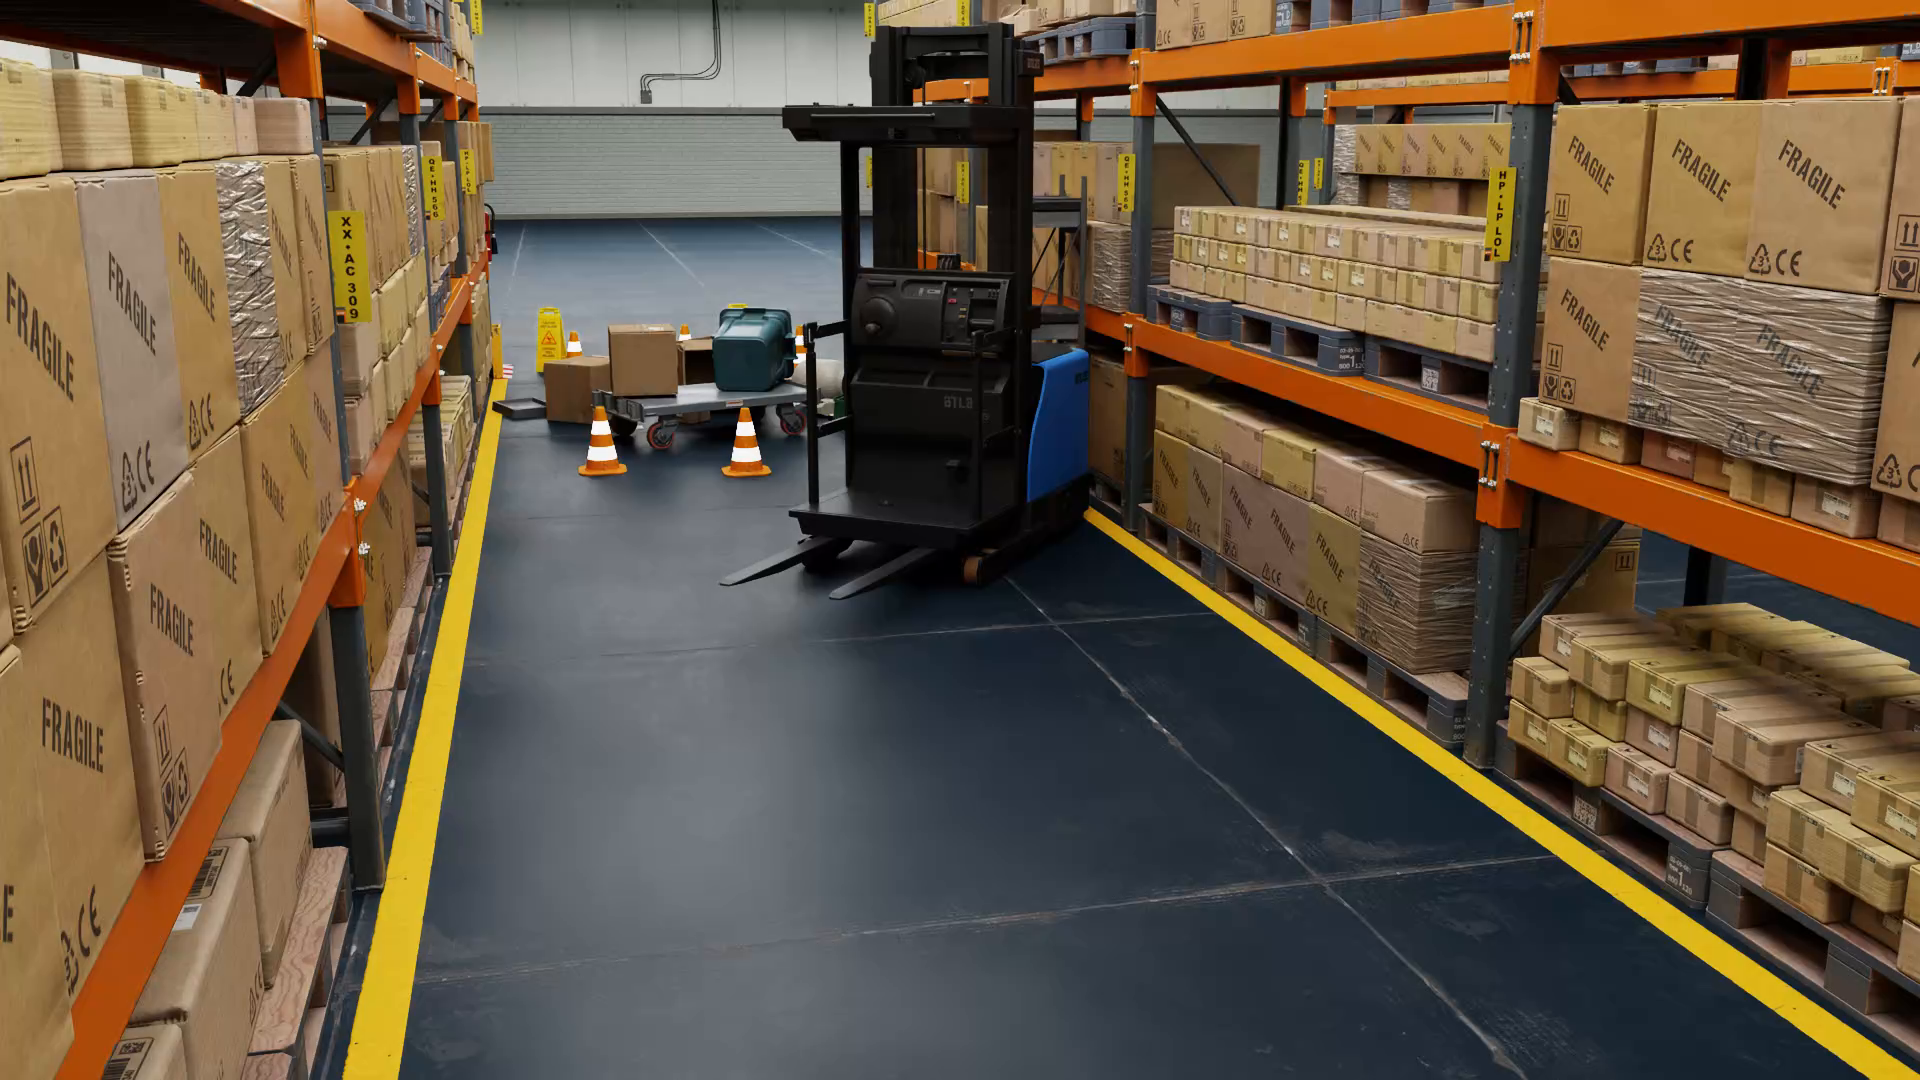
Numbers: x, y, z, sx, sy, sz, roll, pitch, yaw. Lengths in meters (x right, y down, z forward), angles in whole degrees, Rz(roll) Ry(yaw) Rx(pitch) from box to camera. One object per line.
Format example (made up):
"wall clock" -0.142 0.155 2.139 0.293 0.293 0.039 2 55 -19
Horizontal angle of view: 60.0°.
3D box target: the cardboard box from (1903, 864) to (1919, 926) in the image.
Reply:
"cardboard box" 2.681 0.938 4.265 0.380 0.149 0.250 -3 14 -10

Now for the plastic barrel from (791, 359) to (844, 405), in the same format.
"plastic barrel" -1.193 -1.387 14.714 0.512 0.421 0.421 7 15 26

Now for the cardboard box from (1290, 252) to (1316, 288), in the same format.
"cardboard box" 1.793 -1.285 7.882 0.380 0.149 0.250 -3 14 -11

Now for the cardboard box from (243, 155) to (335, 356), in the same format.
"cardboard box" -1.966 -0.759 4.395 0.500 0.500 0.500 -3 14 -14

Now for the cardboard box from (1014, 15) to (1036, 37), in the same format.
"cardboard box" 0.566 -3.797 12.263 0.250 0.149 0.380 -3 14 -13

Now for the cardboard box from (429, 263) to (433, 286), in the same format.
"cardboard box" -3.233 -1.541 9.558 0.380 0.149 0.250 -4 14 -17

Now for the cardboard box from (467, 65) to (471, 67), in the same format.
"cardboard box" -4.677 -4.395 14.965 0.500 0.250 0.500 -3 14 -14

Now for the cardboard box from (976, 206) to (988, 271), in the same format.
"cardboard box" 0.426 -2.375 13.117 0.500 0.500 0.500 -3 14 -13

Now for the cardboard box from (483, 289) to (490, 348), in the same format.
"cardboard box" -4.596 -2.028 15.237 0.500 0.500 0.500 -3 14 -11

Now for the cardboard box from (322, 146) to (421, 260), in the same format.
"cardboard box" -2.780 -1.552 7.643 0.500 0.500 0.500 -3 14 -12

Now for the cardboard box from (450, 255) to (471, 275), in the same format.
"cardboard box" -3.986 -2.132 12.862 0.380 0.149 0.250 -3 14 -13

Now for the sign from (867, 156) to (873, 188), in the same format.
"sign" -0.916 -3.815 17.231 0.100 0.325 0.005 -3 14 -13

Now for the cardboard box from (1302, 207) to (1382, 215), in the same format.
"cardboard box" 2.121 -1.765 9.223 0.380 0.149 0.250 -3 14 -14

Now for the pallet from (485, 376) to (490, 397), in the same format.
"pallet" -4.989 -1.525 15.723 1.003 0.211 1.213 -3 14 -13

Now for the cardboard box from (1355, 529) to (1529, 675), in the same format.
"cardboard box" 2.024 0.237 7.021 0.500 0.500 0.500 -4 14 -14

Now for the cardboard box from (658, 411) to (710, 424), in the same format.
"cardboard box" -2.329 -1.143 14.045 0.396 0.266 0.258 10 17 35

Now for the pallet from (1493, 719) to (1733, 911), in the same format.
"pallet" 2.635 0.890 5.837 1.003 0.211 1.213 -3 14 -13

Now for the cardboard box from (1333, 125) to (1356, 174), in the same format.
"cardboard box" 4.334 -4.175 17.752 0.500 0.500 0.500 -3 14 -13

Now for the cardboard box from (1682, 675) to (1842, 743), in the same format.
"cardboard box" 2.520 0.547 5.236 0.380 0.149 0.250 -4 14 -15

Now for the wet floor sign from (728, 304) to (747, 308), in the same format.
"wet floor sign" -2.307 -2.138 17.319 0.267 0.644 0.232 -6 15 -23

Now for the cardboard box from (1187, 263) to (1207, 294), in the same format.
"cardboard box" 1.475 -1.445 9.168 0.380 0.149 0.250 -3 14 -10

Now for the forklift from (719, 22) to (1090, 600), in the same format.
"forklift" -0.254 -1.289 9.027 1.130 2.935 3.031 6 15 23

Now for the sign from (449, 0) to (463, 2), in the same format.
"sign" -3.685 -4.095 12.128 0.100 0.325 0.005 -3 14 -13

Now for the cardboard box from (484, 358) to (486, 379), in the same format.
"cardboard box" -4.363 -1.428 14.359 0.500 0.250 0.500 -3 14 -14

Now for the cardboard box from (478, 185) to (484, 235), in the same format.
"cardboard box" -4.655 -3.054 15.268 0.500 0.500 0.500 -3 14 -13

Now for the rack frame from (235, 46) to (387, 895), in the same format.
"rack frame" -2.345 -0.318 4.908 1.000 3.000 0.127 -3 14 -13

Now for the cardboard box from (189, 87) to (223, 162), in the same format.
"cardboard box" -1.787 -0.876 3.508 0.380 0.149 0.250 -3 14 -14

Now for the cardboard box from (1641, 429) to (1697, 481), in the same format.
"cardboard box" 2.438 -0.297 5.353 0.380 0.149 0.250 -4 14 -16

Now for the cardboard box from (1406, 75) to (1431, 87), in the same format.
"cardboard box" 4.698 -4.544 16.203 0.500 0.250 0.500 -3 14 -12

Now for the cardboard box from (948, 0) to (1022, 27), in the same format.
"cardboard box" 0.199 -4.343 13.658 0.500 0.250 0.500 -3 14 -14

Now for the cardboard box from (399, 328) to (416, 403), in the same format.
"cardboard box" -2.528 -0.715 6.851 0.500 0.250 0.500 -4 14 -14

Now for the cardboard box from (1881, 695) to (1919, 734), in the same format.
"cardboard box" 3.082 0.578 5.111 0.380 0.149 0.250 -4 14 -16

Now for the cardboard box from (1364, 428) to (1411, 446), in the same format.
"cardboard box" 2.283 -0.397 8.033 0.500 0.250 0.500 -3 14 -11

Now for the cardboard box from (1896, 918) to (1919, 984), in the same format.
"cardboard box" 2.683 1.082 4.302 0.380 0.149 0.250 -3 14 -12

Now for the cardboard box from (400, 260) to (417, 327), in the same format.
"cardboard box" -2.660 -1.078 7.282 0.500 0.250 0.500 -4 14 -15

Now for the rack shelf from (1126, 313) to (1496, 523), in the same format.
"rack shelf" 1.973 -0.729 8.106 1.077 0.370 4.000 -3 14 -13

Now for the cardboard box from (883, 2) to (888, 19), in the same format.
"cardboard box" -0.548 -5.208 16.356 0.380 0.149 0.250 -3 14 -13

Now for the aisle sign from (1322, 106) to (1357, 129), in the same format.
"aisle sign" 4.163 -4.899 18.181 0.394 0.787 0.004 -3 14 -13

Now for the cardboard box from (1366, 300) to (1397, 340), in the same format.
"cardboard box" 1.980 -0.955 7.160 0.380 0.149 0.250 -4 14 -16

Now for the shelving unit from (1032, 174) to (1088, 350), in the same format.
"shelving unit" 0.540 -1.288 10.776 0.431 2.100 0.503 -3 14 -13

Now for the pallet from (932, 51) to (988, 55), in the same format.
"pallet" 0.382 -4.066 14.116 1.003 0.211 1.213 -3 14 -13

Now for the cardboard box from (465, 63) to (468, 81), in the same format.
"cardboard box" -4.404 -4.003 14.199 0.380 0.149 0.250 -3 14 -14

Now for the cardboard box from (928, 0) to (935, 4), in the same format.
"cardboard box" -0.071 -4.738 14.433 0.380 0.149 0.250 -3 14 -13

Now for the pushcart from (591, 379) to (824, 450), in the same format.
"pushcart" -2.019 -1.028 13.340 1.648 0.377 0.936 -9 16 -33

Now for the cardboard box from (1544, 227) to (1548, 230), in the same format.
"cardboard box" 2.612 -1.286 7.260 0.380 0.149 0.250 -3 14 -14

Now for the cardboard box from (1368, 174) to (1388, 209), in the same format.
"cardboard box" 4.806 -3.595 17.482 0.875 0.500 0.500 -3 14 -13

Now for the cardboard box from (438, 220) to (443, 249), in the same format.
"cardboard box" -3.426 -1.996 10.056 0.500 0.500 0.500 -3 14 -12

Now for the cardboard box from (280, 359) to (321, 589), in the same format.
"cardboard box" -1.861 -0.155 4.032 0.500 0.500 0.500 -4 14 -15

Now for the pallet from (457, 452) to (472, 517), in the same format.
"pallet" -3.749 -0.347 10.904 1.003 0.211 1.213 -3 14 -13

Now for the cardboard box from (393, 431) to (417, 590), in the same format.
"cardboard box" -3.203 -0.249 8.216 0.875 0.875 0.875 -3 14 -14

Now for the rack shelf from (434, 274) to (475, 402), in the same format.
"rack shelf" -3.754 -1.353 10.659 1.077 0.370 4.000 -3 14 -13

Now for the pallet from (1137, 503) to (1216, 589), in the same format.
"pallet" 1.686 -0.005 9.502 1.003 0.211 1.213 -3 14 -13

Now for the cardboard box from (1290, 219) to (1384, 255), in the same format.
"cardboard box" 1.789 -1.433 7.861 0.380 0.149 0.250 -3 14 -14

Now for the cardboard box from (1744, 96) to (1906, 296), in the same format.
"cardboard box" 2.537 -0.941 4.516 0.500 0.500 0.500 -3 14 -12
